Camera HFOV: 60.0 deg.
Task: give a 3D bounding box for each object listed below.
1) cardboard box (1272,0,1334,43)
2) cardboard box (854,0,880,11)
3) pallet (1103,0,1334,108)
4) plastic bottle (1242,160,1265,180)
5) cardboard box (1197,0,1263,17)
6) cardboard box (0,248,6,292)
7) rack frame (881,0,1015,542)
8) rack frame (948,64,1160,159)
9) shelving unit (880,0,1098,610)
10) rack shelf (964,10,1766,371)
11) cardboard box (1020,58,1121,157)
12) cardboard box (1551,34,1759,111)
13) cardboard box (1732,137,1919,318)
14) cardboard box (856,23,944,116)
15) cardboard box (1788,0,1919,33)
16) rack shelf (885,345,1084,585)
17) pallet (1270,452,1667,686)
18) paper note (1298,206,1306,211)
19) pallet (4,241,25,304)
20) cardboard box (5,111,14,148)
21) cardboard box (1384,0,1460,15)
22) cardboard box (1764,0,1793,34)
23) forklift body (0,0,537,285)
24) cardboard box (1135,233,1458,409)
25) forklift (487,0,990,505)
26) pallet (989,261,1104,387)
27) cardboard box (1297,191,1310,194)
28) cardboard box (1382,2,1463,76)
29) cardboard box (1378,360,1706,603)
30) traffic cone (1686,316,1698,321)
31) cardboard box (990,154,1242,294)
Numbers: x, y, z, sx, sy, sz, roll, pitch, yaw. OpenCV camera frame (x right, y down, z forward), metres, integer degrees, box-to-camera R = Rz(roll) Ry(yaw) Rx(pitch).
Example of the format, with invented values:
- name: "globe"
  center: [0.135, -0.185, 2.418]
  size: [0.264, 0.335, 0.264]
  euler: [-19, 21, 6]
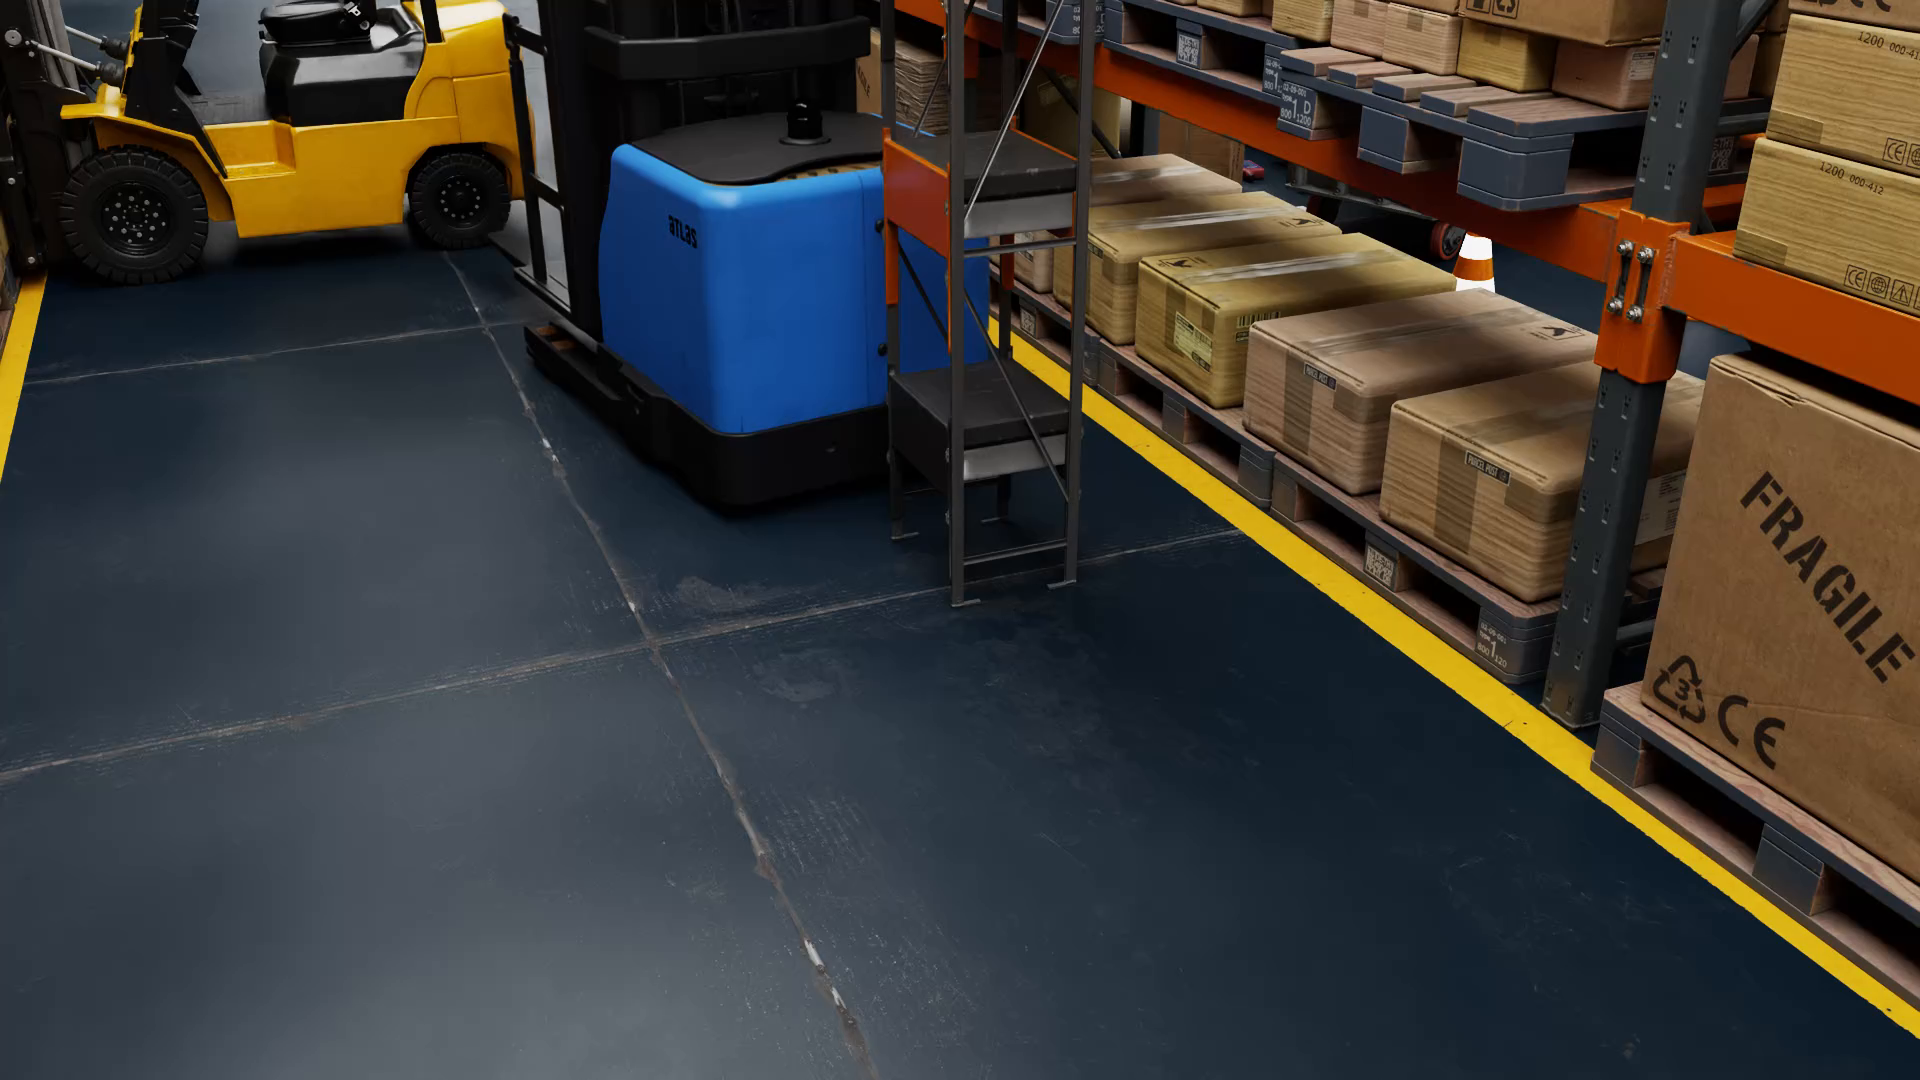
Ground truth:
- name: "cardboard box"
  center: [1.129, -1.536, 4.784]
  size: [0.380, 0.149, 0.250]
  euler: [-10, 28, -20]
- name: "cardboard box"
  center: [-0.667, -2.689, 9.140]
  size: [0.500, 0.500, 0.500]
  euler: [-10, 28, -20]
- name: "pallet"
  center: [1.184, -1.672, 5.475]
  size: [1.003, 0.211, 1.213]
  euler: [-11, 28, -21]
- name: "plastic bottle"
  center: [1.651, -2.104, 9.489]
  size: [0.133, 0.061, 0.283]
  euler: [-6, 27, -12]
- name: "cardboard box"
  center: [0.973, -1.746, 5.215]
  size: [0.380, 0.149, 0.250]
  euler: [-12, 28, -22]
- name: "cardboard box"
  center: [-4.233, -1.134, 6.810]
  size: [0.500, 0.250, 0.500]
  euler: [-11, 28, -22]
- name: "rack frame"
  center: [-0.031, -0.975, 4.854]
  size: [0.400, 2.100, 0.015]
  euler: [-11, 28, -21]
- name: "rack frame"
  center: [0.431, -2.581, 7.118]
  size: [1.000, 3.000, 0.127]
  euler: [-11, 28, -21]
- name: "shelving unit"
  center: [0.065, -0.877, 4.652]
  size: [0.431, 2.100, 0.503]
  euler: [-11, 28, -21]
- name: "rack shelf"
  center: [1.214, -1.451, 5.622]
  size: [1.077, 0.370, 4.000]
  euler: [-11, 28, -21]
- name: "cardboard box"
  center: [0.448, -2.156, 8.047]
  size: [0.500, 0.500, 0.500]
  euler: [-9, 27, -18]
- name: "cardboard box"
  center: [1.652, -1.134, 3.962]
  size: [0.380, 0.149, 0.250]
  euler: [-10, 28, -19]
- name: "cardboard box"
  center: [1.957, -0.658, 3.350]
  size: [0.500, 0.250, 0.500]
  euler: [-11, 28, -21]
- name: "cardboard box"
  center: [-0.249, -2.269, 8.279]
  size: [0.500, 0.500, 0.500]
  euler: [-10, 28, -20]
- name: "cardboard box"
  center: [1.965, -1.219, 3.075]
  size: [0.500, 0.500, 0.500]
  euler: [-12, 28, -22]
- name: "rack shelf"
  center: [0.065, -0.235, 4.966]
  size: [0.431, 0.518, 0.480]
  euler: [-11, 28, -21]
- name: "pallet"
  center: [1.692, -0.029, 5.069]
  size: [1.003, 0.211, 1.213]
  euler: [-11, 28, -21]
- name: "paper note"
  center: [1.793, -1.754, 8.808]
  size: [0.148, 0.019, 0.142]
  euler: [-11, 28, -21]
- name: "pallet"
  center: [-4.890, -1.295, 7.662]
  size: [1.003, 0.211, 1.213]
  euler: [-11, 28, -21]
- name: "cardboard box"
  center: [-4.815, -1.967, 7.946]
  size: [0.500, 0.250, 0.500]
  euler: [-11, 28, -22]
- name: "cardboard box"
  center: [1.351, -1.676, 4.333]
  size: [0.500, 0.500, 0.500]
  euler: [-11, 28, -21]
- name: "cardboard box"
  center: [2.034, -1.555, 4.085]
  size: [0.500, 0.500, 0.500]
  euler: [-11, 28, -22]
- name: "forklift body"
  center: [-3.280, -2.508, 7.936]
  size: [2.313, 2.155, 1.214]
  euler: [-11, 28, -21]
- name: "cardboard box"
  center: [1.197, -0.808, 6.002]
  size: [0.950, 0.372, 0.625]
  euler: [-10, 28, -19]
- name: "forklift"
  center: [-1.085, -2.032, 6.071]
  size: [1.130, 2.935, 3.031]
  euler: [-15, 30, -28]
- name: "pallet"
  center: [0.737, -1.014, 7.086]
  size: [1.003, 0.211, 1.213]
  euler: [-11, 28, -21]
- name: "cardboard box"
  center: [2.087, -2.050, 9.147]
  size: [0.396, 0.266, 0.258]
  euler: [13, 29, 24]
- name: "cardboard box"
  center: [1.341, -1.324, 4.350]
  size: [0.380, 0.149, 0.250]
  euler: [-11, 28, -21]
- name: "cardboard box"
  center: [1.785, -0.204, 4.766]
  size: [0.950, 0.372, 0.625]
  euler: [-13, 29, -24]
- name: "traffic cone"
  center: [3.238, -1.236, 7.254]
  size: [0.336, 0.463, 0.334]
  euler: [-11, 28, -21]
- name: "cardboard box"
  center: [0.638, -1.378, 7.169]
  size: [0.950, 0.372, 0.625]
  euler: [-10, 28, -20]
